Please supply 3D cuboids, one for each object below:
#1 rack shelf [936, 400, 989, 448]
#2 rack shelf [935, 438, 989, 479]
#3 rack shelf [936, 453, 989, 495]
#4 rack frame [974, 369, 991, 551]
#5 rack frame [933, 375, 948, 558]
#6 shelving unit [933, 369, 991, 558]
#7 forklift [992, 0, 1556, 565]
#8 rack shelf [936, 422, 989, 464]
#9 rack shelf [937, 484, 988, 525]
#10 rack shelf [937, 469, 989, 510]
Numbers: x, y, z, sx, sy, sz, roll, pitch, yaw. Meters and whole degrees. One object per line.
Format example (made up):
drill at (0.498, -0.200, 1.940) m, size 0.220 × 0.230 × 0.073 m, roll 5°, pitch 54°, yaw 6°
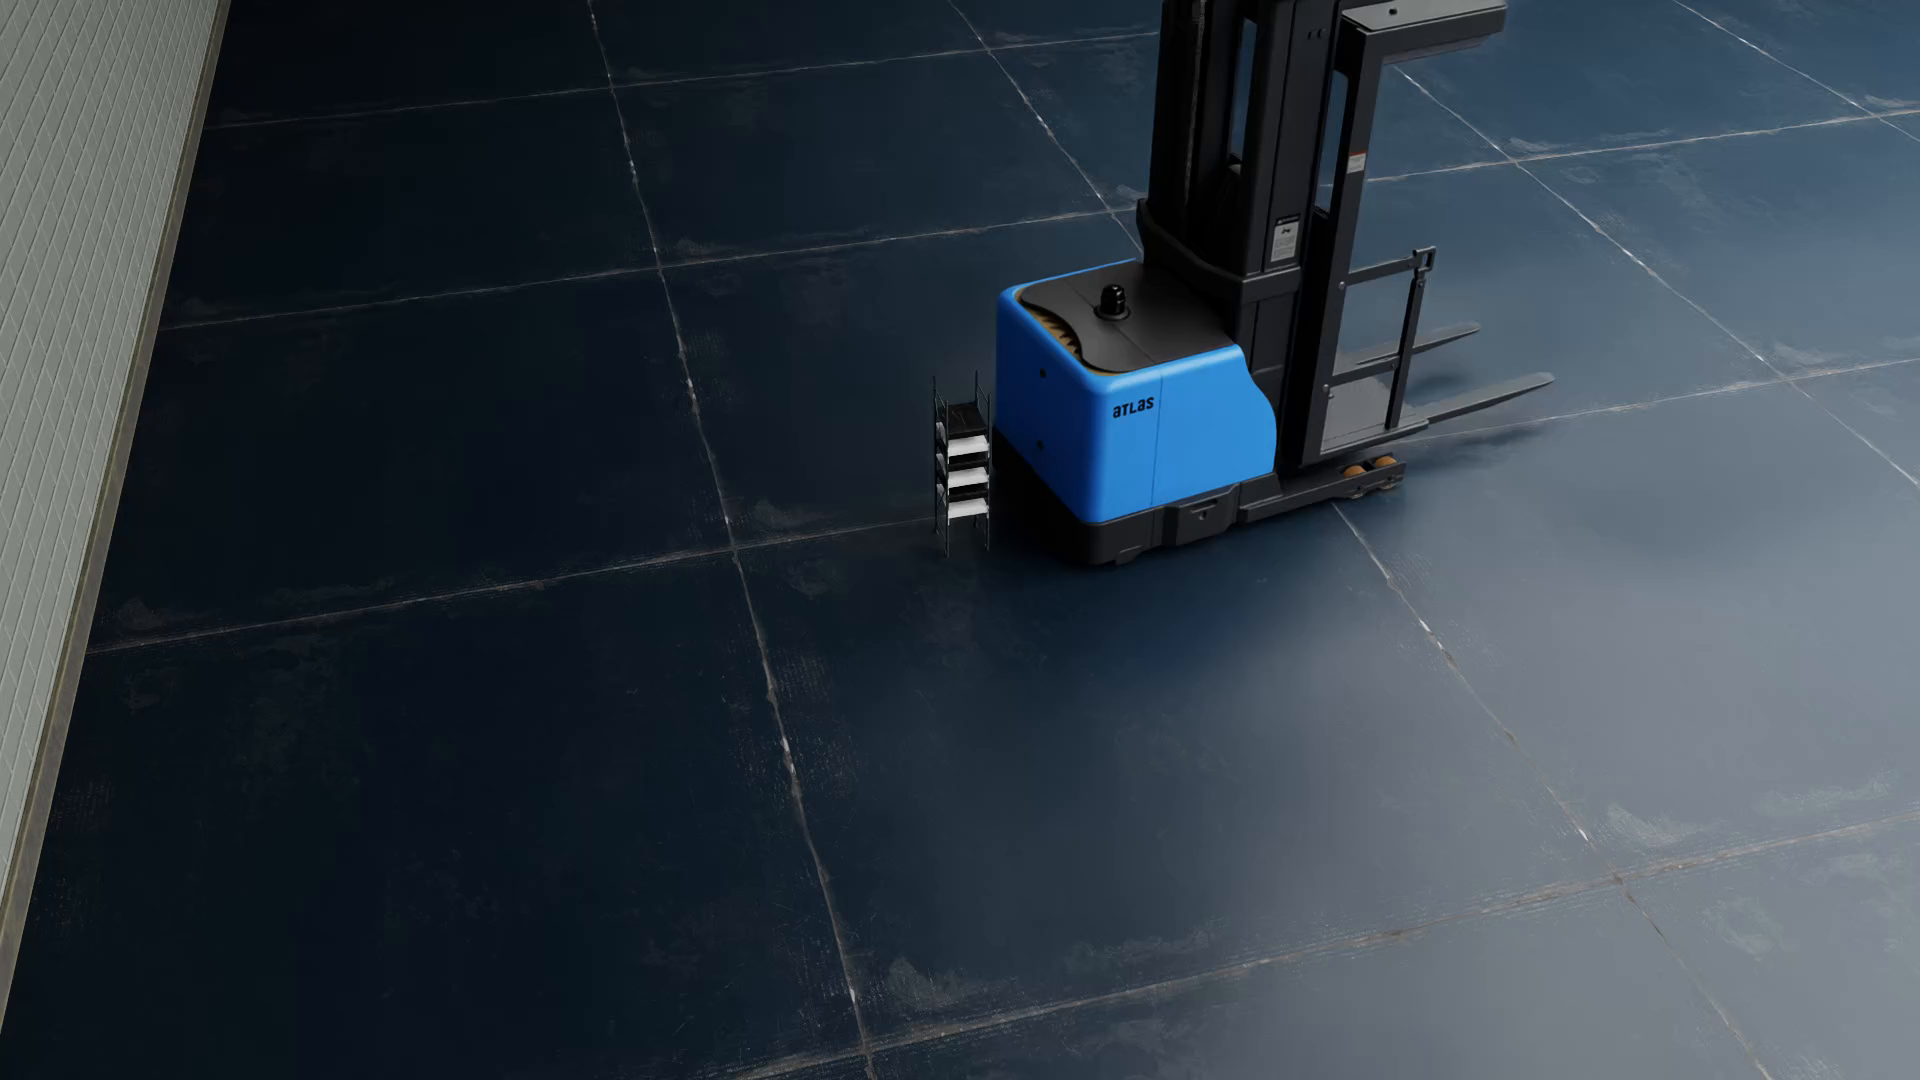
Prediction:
rack shelf at (0.008, -0.547, 7.814) m, size 0.200 × 0.077 × 0.258 m, roll -9°, pitch 38°, yaw -12°
rack shelf at (0.008, -0.404, 7.923) m, size 0.200 × 0.077 × 0.258 m, roll -9°, pitch 38°, yaw -12°
rack shelf at (0.008, -0.332, 7.978) m, size 0.200 × 0.077 × 0.258 m, roll -9°, pitch 38°, yaw -12°
rack frame at (0.106, -0.375, 7.979) m, size 0.006 × 0.900 × 0.240 m, roll -9°, pitch 38°, yaw -12°
rack frame at (-0.090, -0.343, 7.937) m, size 0.006 × 0.900 × 0.240 m, roll -9°, pitch 38°, yaw -12°
shelving unit at (0.008, -0.359, 7.958) m, size 0.210 × 0.900 × 0.258 m, roll -9°, pitch 38°, yaw -12°
forklift at (1.721, -1.649, 7.973) m, size 3.031 × 2.935 × 1.130 m, roll -16°, pitch 40°, yaw -20°
rack shelf at (0.008, -0.475, 7.869) m, size 0.200 × 0.077 × 0.258 m, roll -9°, pitch 38°, yaw -12°
rack shelf at (0.008, -0.189, 8.087) m, size 0.200 × 0.077 × 0.258 m, roll -9°, pitch 38°, yaw -12°
rack shelf at (0.008, -0.261, 8.033) m, size 0.200 × 0.077 × 0.258 m, roll -9°, pitch 38°, yaw -12°
